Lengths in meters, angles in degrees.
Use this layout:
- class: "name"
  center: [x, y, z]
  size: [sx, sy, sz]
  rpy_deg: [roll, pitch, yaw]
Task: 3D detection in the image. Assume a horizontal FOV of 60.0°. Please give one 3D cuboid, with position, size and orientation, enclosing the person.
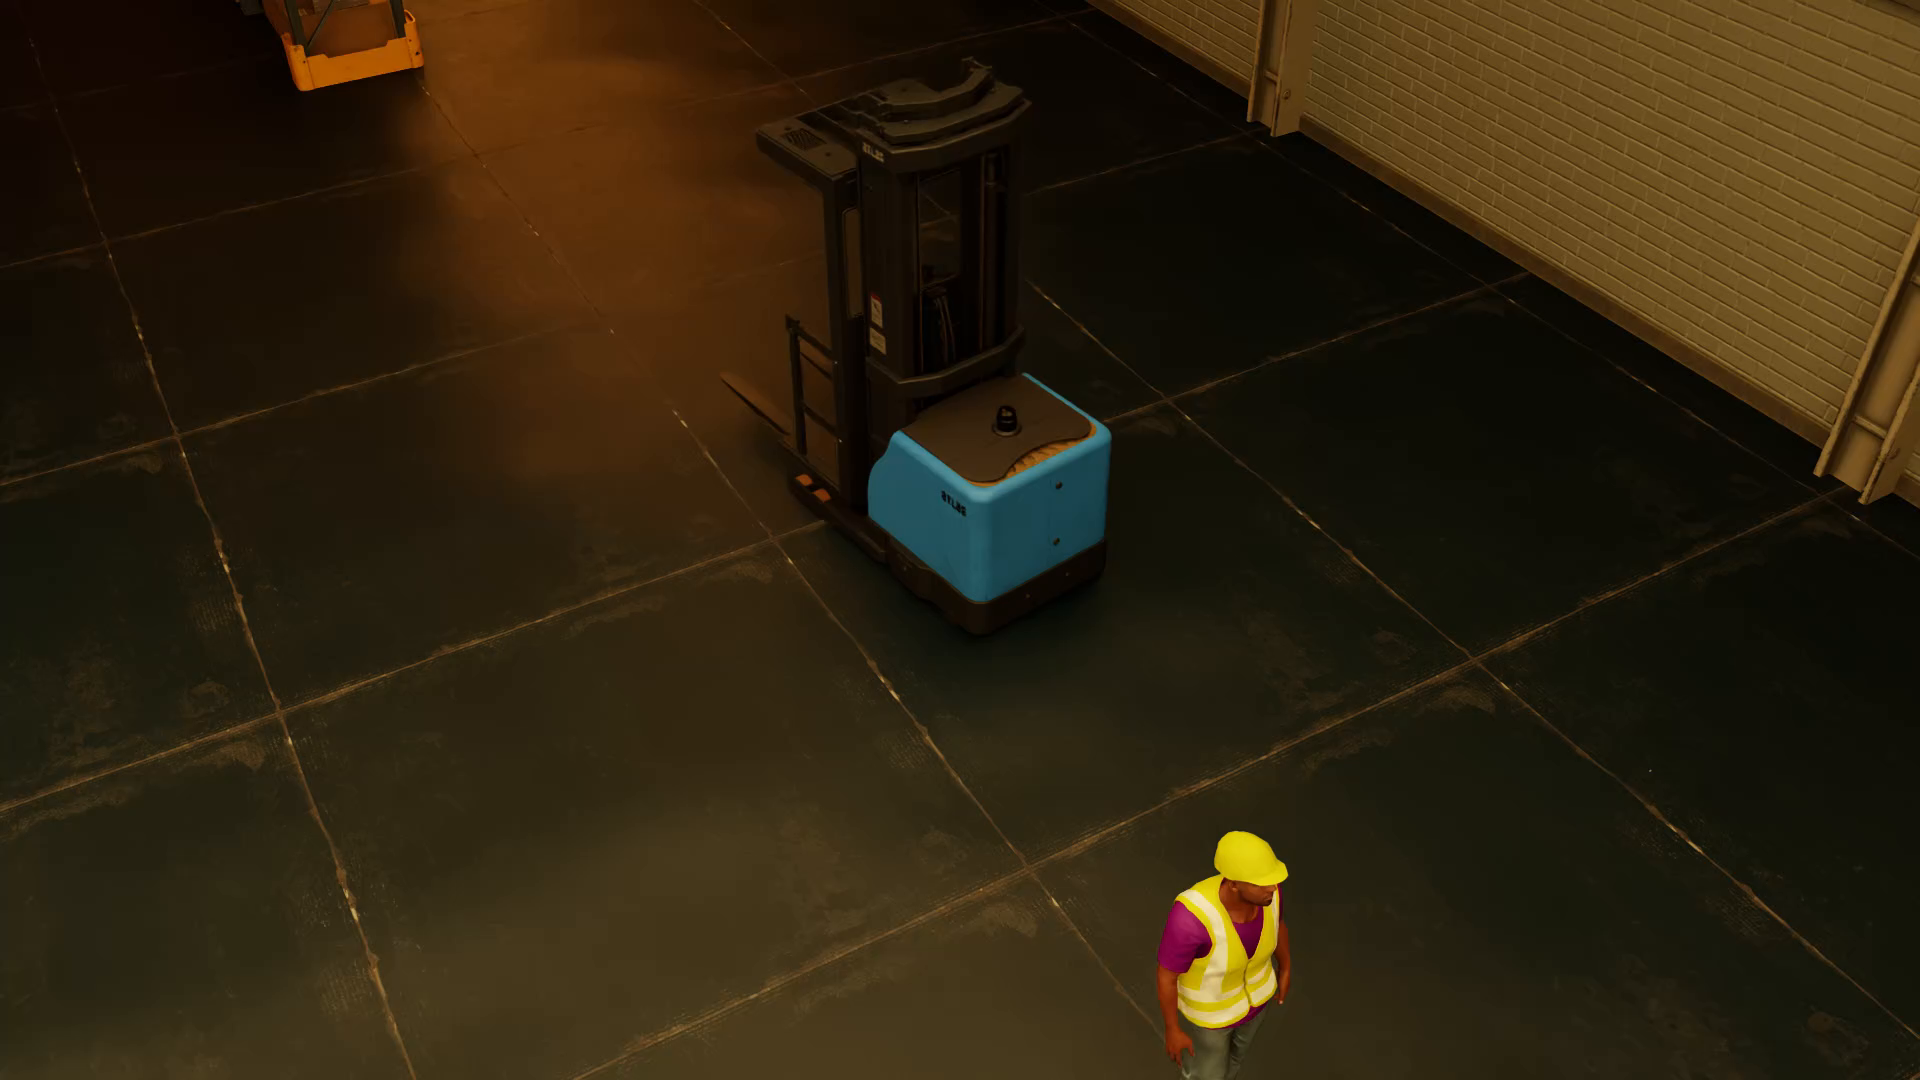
- class: "person"
  center: [1.112, 1.882, 6.668]
  size: [0.665, 1.765, 0.577]
  rpy_deg: [-24, 45, -26]

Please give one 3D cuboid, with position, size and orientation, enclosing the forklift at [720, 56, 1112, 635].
- class: "forklift"
  center: [-0.436, -1.463, 9.800]
  size: [1.130, 2.935, 3.031]
  rpy_deg: [-27, 47, -29]
